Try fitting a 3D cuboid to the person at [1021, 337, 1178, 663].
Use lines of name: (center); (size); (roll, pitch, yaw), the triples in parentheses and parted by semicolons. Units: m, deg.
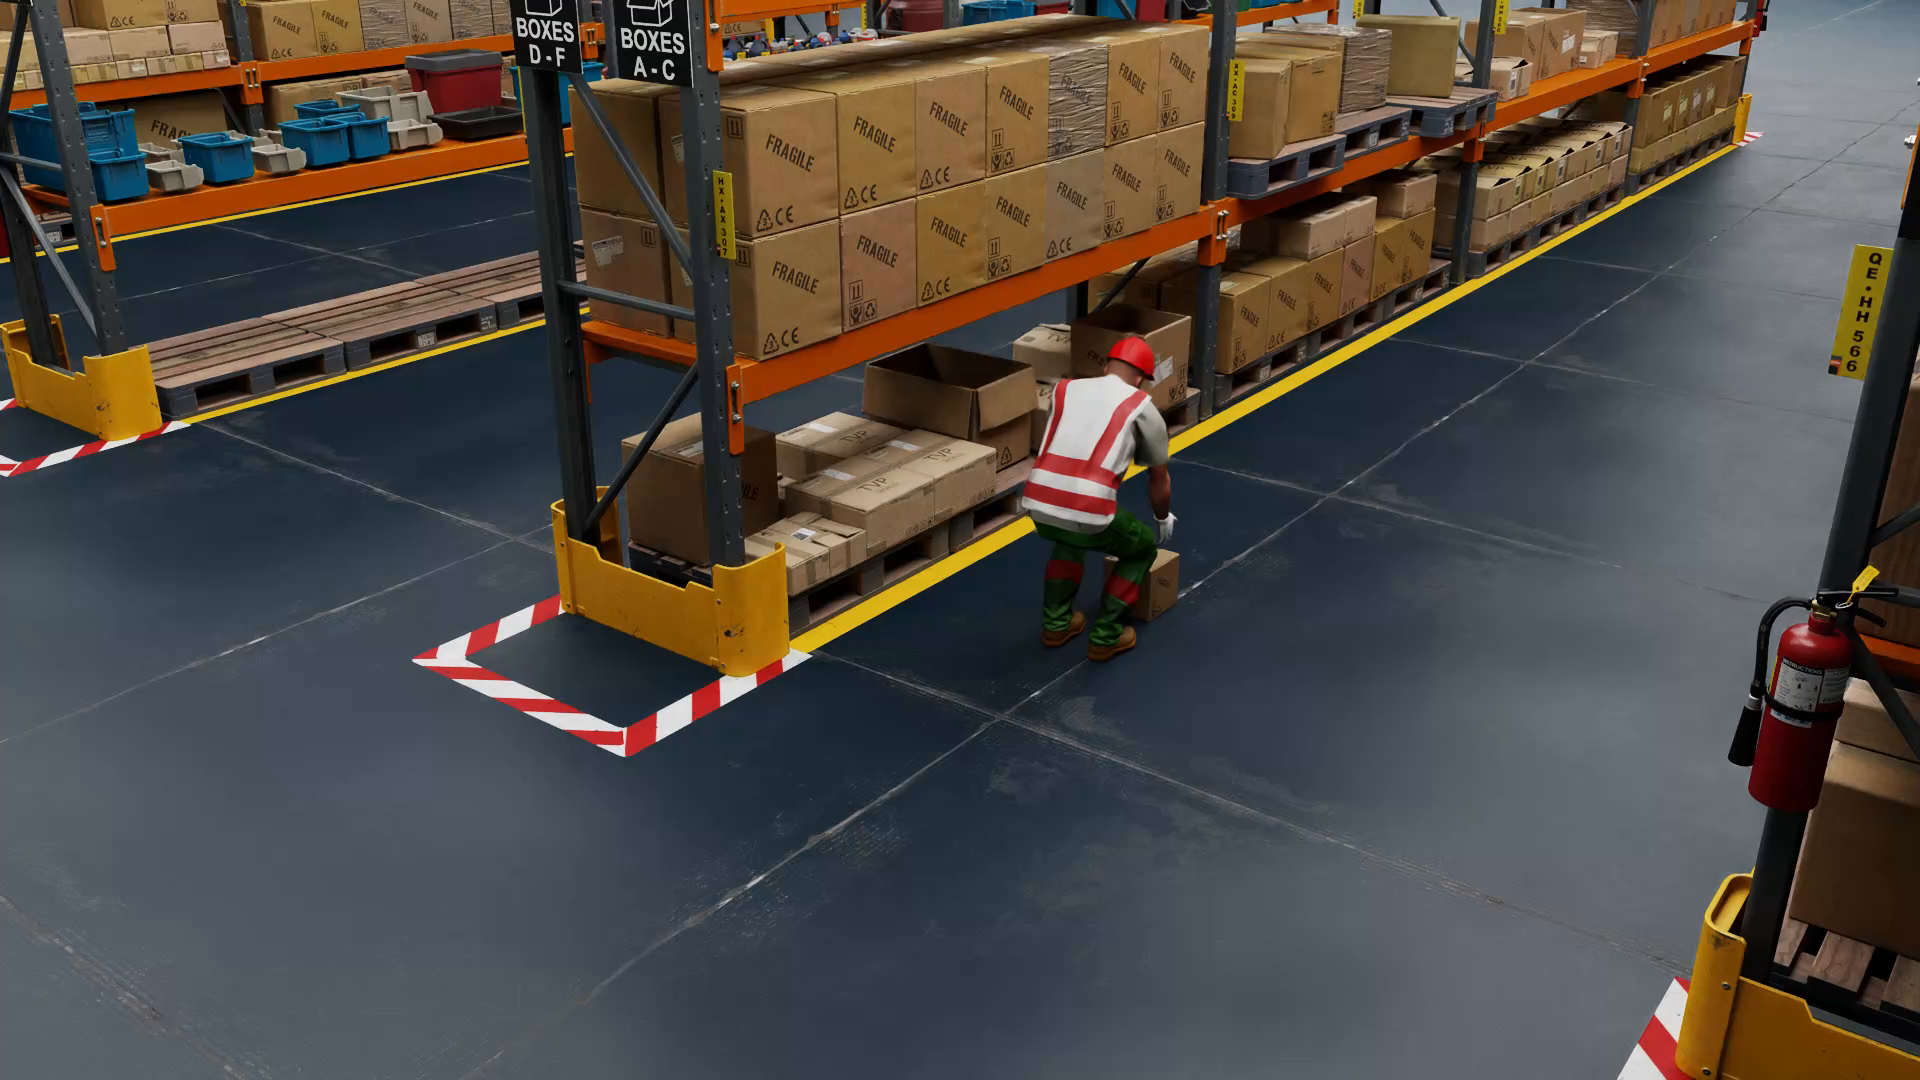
person: (0.568, -0.177, 7.111); (0.584, 1.290, 0.819); (17, 28, 34)
